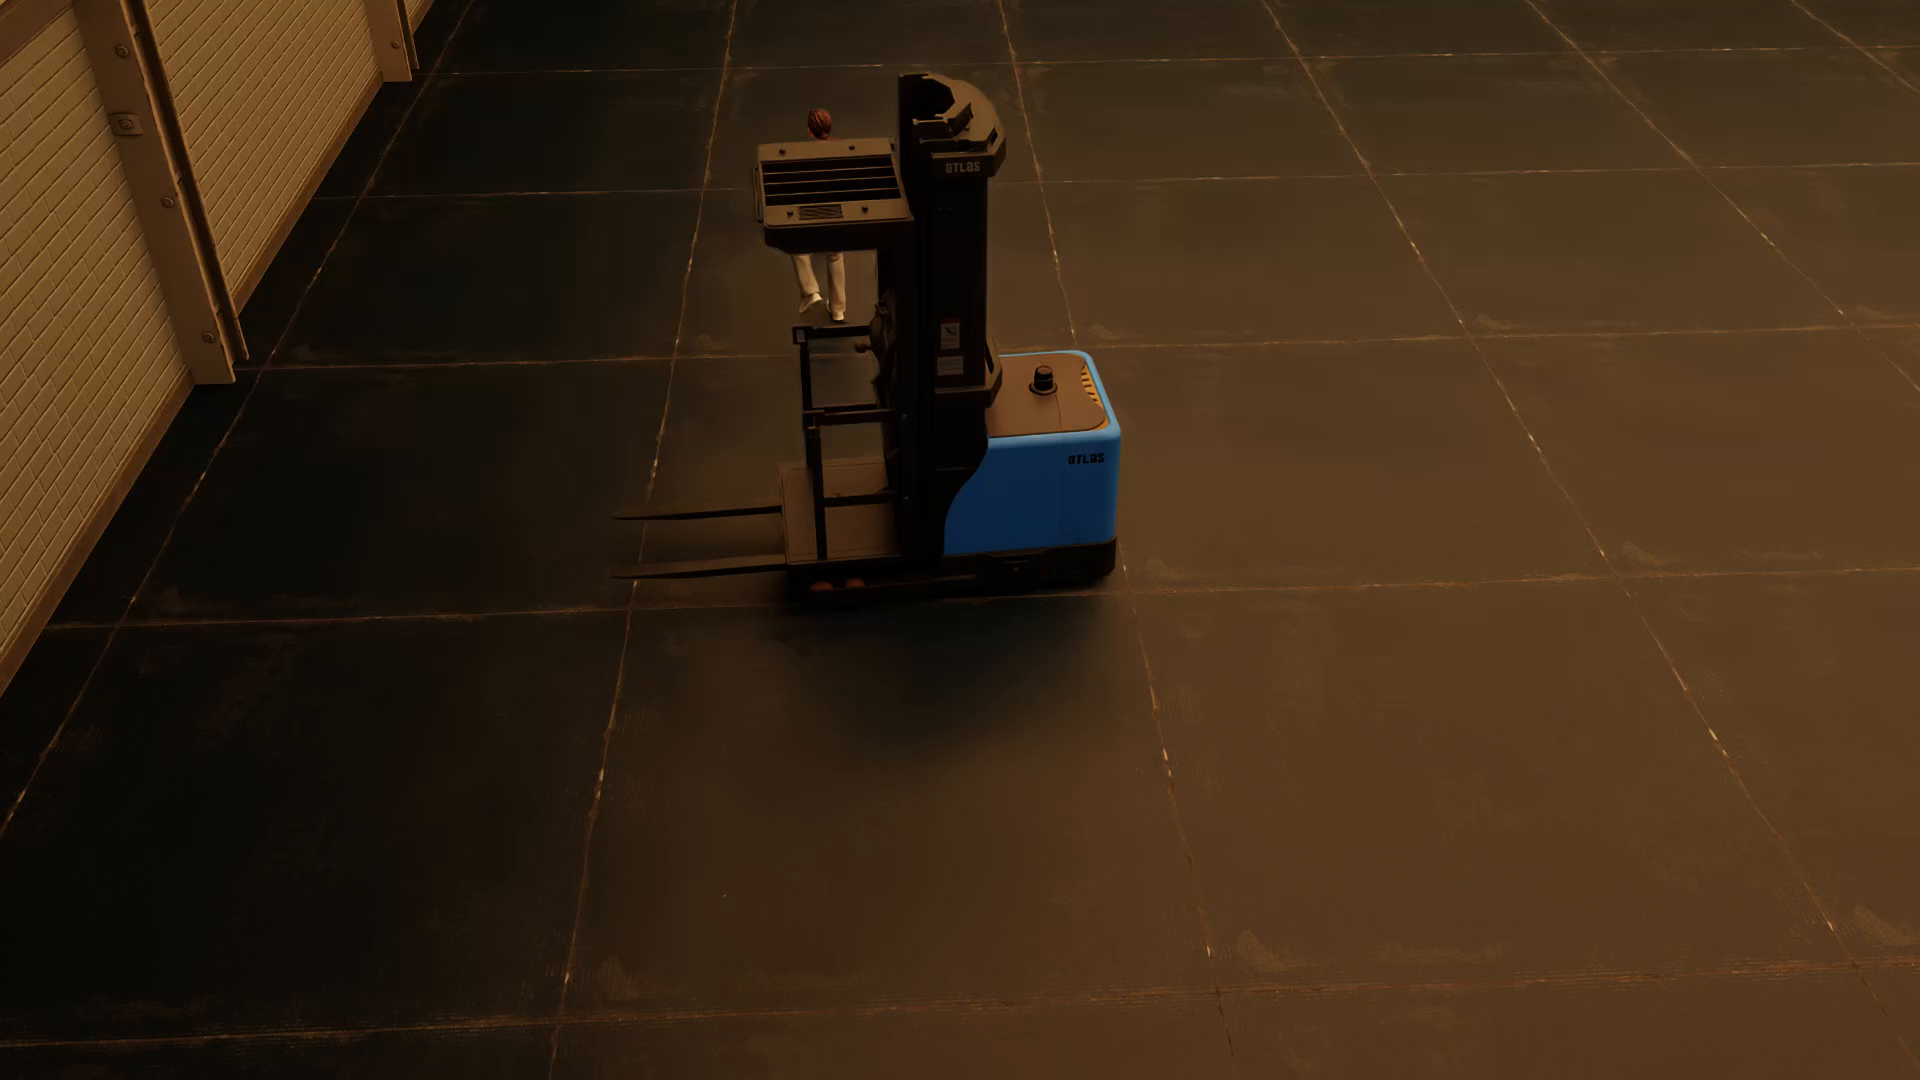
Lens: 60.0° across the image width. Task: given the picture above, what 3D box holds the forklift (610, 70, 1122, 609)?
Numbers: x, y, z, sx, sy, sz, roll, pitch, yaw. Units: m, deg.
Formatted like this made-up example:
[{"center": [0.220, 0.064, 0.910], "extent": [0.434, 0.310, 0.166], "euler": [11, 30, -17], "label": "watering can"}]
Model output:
[{"center": [-0.612, -1.105, 9.527], "extent": [3.031, 2.935, 1.130], "euler": [-5, 36, -6], "label": "forklift"}]

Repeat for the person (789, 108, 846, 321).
[{"center": [-1.044, -2.444, 12.452], "extent": [0.578, 1.655, 0.464], "euler": [-12, 38, -16], "label": "person"}]
